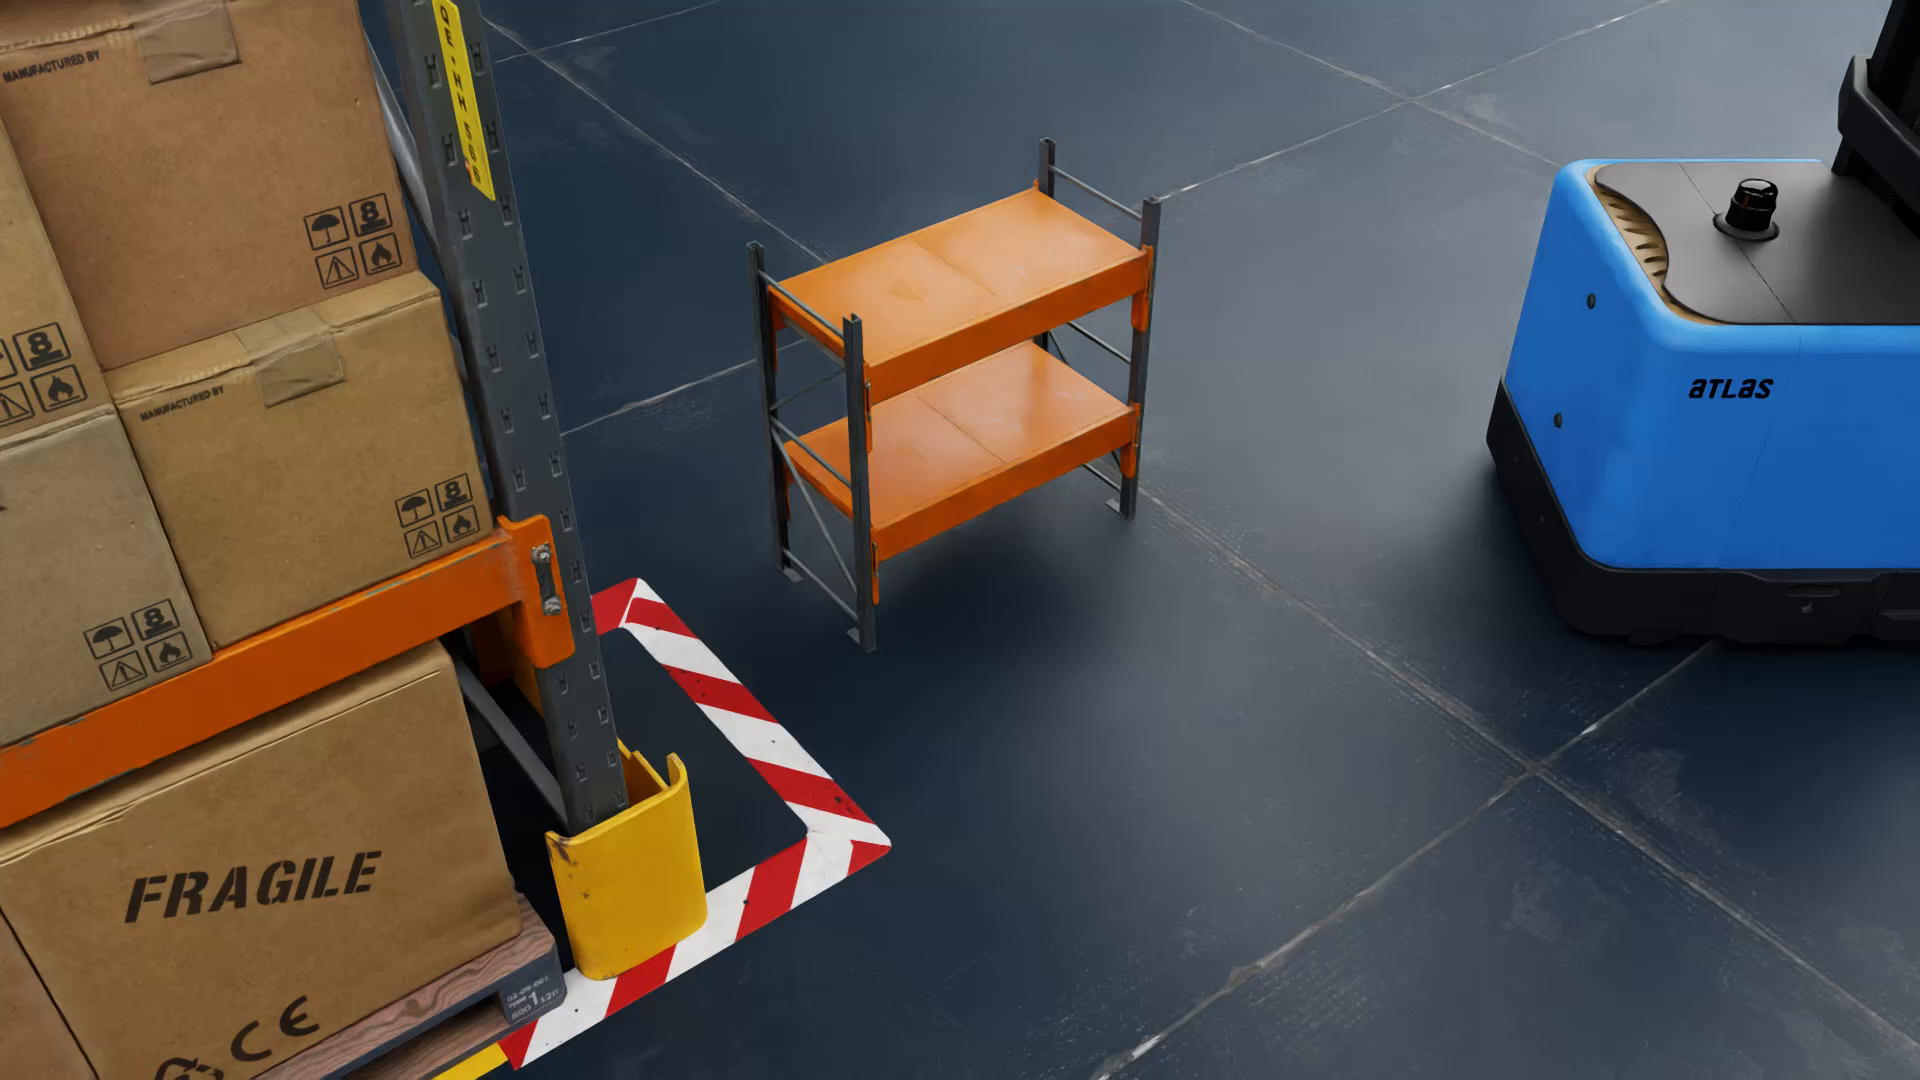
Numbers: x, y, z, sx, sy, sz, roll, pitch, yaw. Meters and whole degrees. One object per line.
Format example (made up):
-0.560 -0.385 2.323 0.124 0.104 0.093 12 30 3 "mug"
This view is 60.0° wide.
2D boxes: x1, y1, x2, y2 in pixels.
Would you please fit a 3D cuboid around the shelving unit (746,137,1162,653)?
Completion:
-0.005 -0.432 4.890 1.048 1.125 0.538 -26 46 -28 "shelving unit"

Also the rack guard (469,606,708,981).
-1.091 0.515 4.228 0.348 0.500 1.175 -26 46 -28 "rack guard"

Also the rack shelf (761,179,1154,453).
-0.005 -0.659 4.704 1.000 0.278 0.538 -26 46 -28 "rack shelf"

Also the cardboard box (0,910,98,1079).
-2.304 0.853 3.189 0.875 0.875 0.875 -27 46 -29 "cardboard box"

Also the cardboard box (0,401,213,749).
-1.799 -0.110 2.901 0.550 0.550 0.875 -26 46 -28 "cardboard box"

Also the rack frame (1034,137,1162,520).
0.398 -0.629 5.130 0.032 1.125 0.500 -26 46 -28 "rack frame"

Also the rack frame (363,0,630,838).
-1.110 -0.442 3.424 0.127 3.000 1.000 -26 46 -28 "rack frame"

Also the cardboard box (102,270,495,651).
-1.376 -0.334 3.174 0.550 0.550 0.875 -26 46 -28 "cardboard box"

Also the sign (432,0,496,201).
-0.790 -0.703 2.642 0.005 0.325 0.100 -26 46 -28 "sign"

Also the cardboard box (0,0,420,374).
-1.428 -0.794 2.883 0.550 0.550 0.875 -26 46 -28 "cardboard box"

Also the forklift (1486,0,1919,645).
3.267 -1.138 4.326 3.031 2.935 1.130 0 39 0 "forklift"

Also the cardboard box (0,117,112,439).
-1.808 -0.535 2.567 0.550 0.550 0.875 -26 46 -28 "cardboard box"

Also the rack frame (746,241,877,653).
-0.408 -0.236 4.651 0.032 1.125 0.500 -26 46 -28 "rack frame"

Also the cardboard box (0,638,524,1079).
-1.607 0.512 3.605 0.875 0.875 0.875 -26 46 -28 "cardboard box"

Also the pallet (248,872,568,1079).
-1.696 0.984 3.884 1.213 0.211 1.003 -26 46 -28 "pallet"

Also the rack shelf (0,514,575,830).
-2.696 0.609 2.710 4.000 0.370 1.077 -26 46 -28 "rack shelf"

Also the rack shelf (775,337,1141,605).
-0.005 -0.243 5.045 1.000 0.278 0.538 -26 46 -28 "rack shelf"
